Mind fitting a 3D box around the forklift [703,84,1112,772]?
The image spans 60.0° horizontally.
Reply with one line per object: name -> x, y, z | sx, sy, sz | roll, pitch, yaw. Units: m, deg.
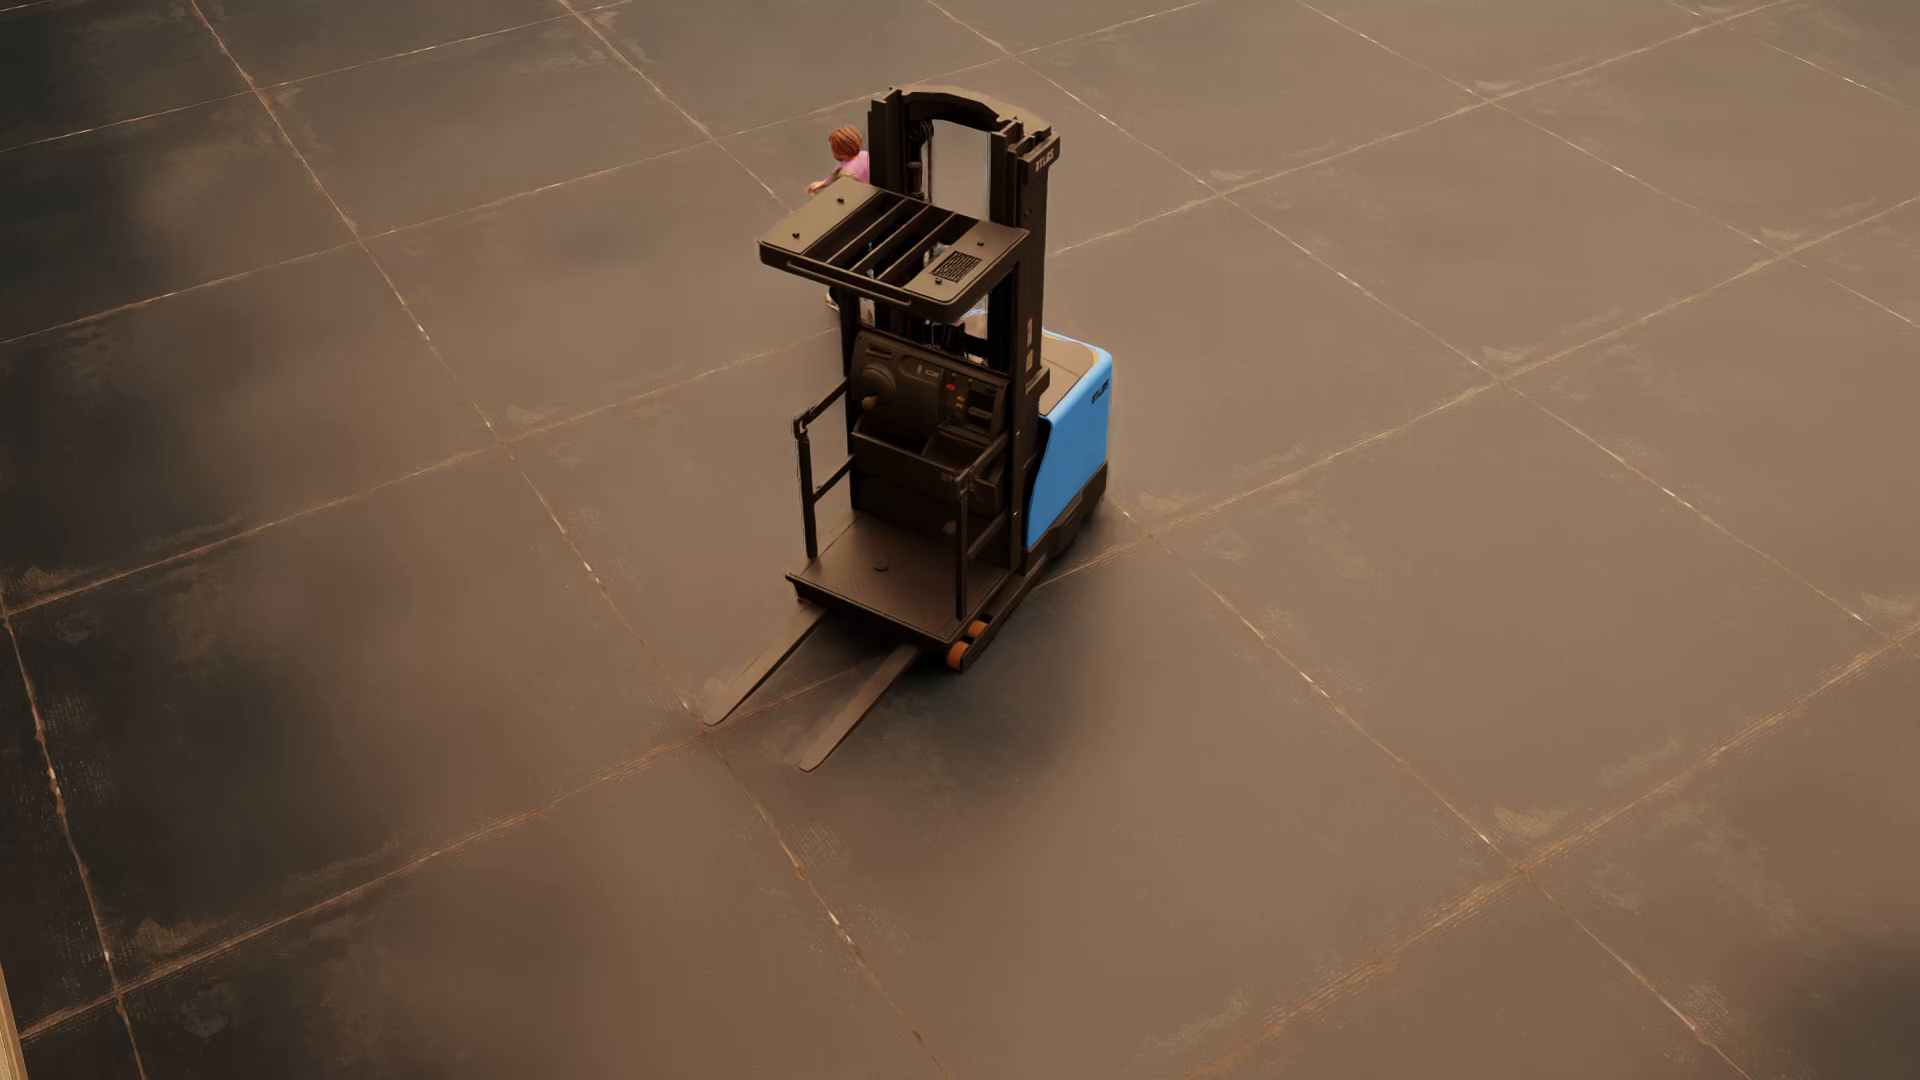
forklift -> -0.281, -0.727, 8.703 | 1.130, 2.935, 3.031 | 21, 46, 23

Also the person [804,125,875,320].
person -> -0.758, -2.144, 11.418 | 0.465, 1.519, 0.719 | -30, 49, -30
